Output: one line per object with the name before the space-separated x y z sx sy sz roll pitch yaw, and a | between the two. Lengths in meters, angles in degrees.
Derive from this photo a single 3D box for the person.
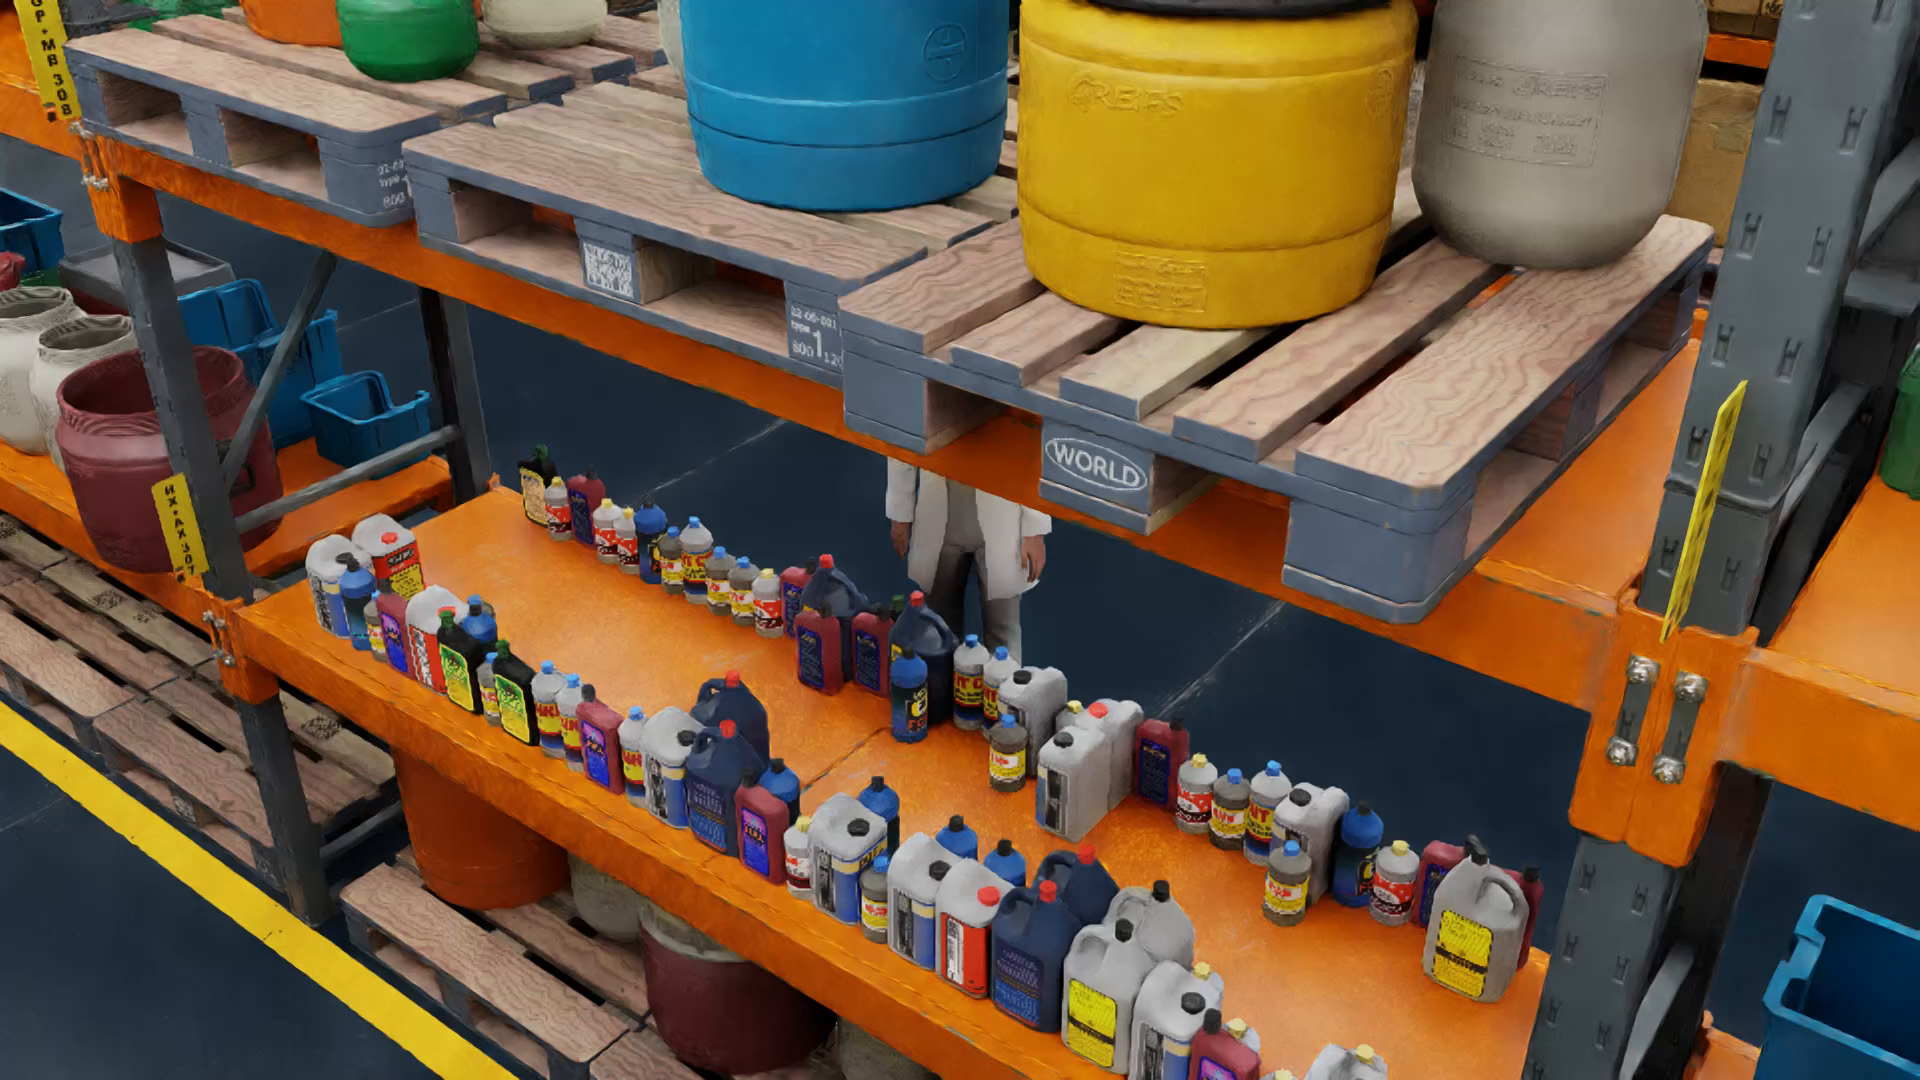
person | 0.014 -0.018 6.118 0.647 1.786 0.520 8 31 13
